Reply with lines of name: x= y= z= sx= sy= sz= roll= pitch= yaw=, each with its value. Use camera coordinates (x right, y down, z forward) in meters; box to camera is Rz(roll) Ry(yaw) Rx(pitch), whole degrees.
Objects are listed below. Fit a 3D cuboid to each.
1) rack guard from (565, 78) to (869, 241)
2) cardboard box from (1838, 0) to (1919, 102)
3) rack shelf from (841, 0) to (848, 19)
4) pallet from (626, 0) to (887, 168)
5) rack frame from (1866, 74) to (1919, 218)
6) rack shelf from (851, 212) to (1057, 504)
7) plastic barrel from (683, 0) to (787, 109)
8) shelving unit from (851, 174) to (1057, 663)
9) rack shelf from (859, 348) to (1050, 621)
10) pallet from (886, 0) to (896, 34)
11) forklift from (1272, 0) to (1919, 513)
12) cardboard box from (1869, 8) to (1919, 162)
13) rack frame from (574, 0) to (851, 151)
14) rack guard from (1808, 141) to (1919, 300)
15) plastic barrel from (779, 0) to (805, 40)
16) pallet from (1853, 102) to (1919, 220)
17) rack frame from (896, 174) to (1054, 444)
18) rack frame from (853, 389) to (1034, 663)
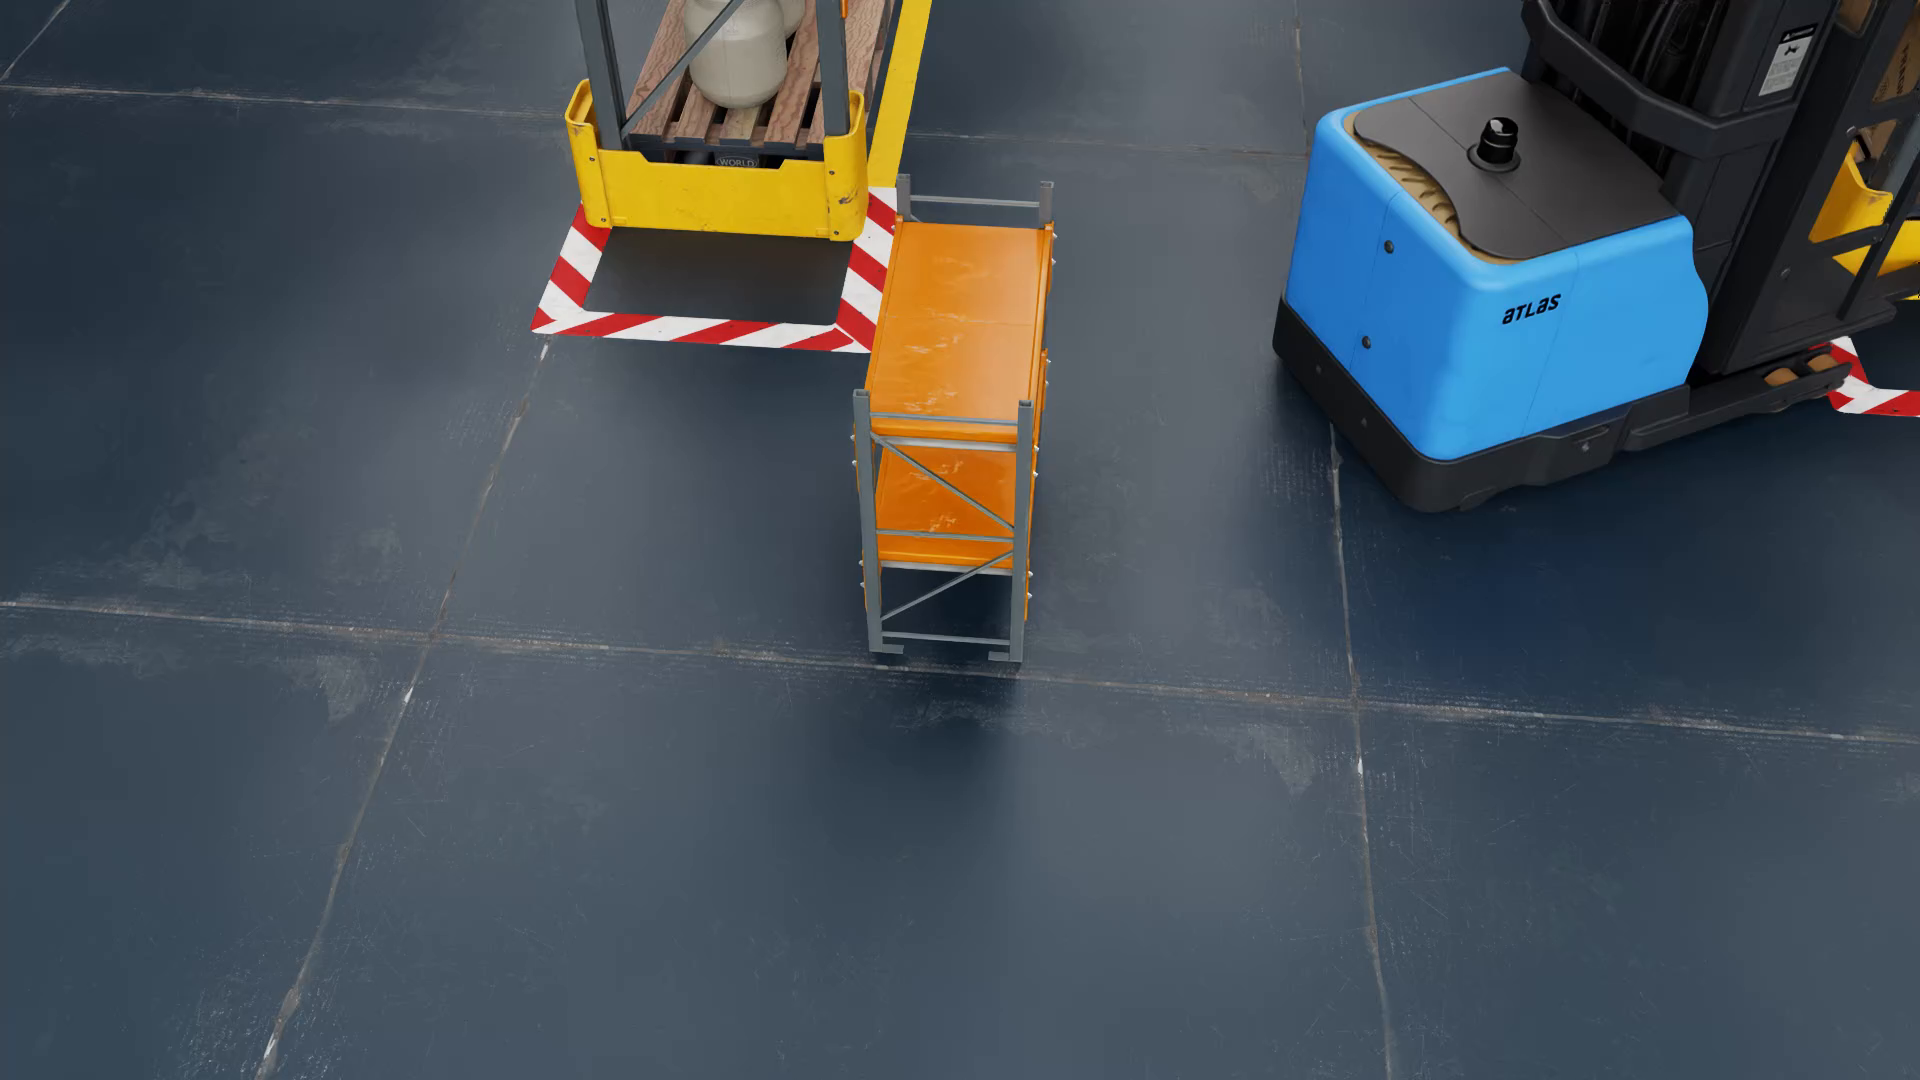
rack guard: x=-0.980 y=-1.567 z=6.845 sx=1.175 sy=0.500 sz=0.348 roll=4 pitch=48 yaw=4
cardboard box: x=4.086 y=-2.216 z=7.154 sx=0.500 sy=0.500 sz=0.500 roll=15 pitch=49 yaw=14
rack shelf: x=-0.758 y=-3.579 z=7.478 sx=1.077 sy=0.370 sz=4.000 roll=4 pitch=48 yaw=4
pallet: x=-0.901 y=-2.066 z=7.497 sx=1.003 sy=0.211 sz=1.213 roll=4 pitch=48 yaw=4
rack frame: x=3.992 y=-2.019 z=5.564 sx=1.000 sy=3.000 sz=0.127 roll=4 pitch=48 yaw=4
rack shelf: x=0.001 y=-0.582 z=5.123 sx=0.538 sy=0.278 sz=1.000 roll=4 pitch=48 yaw=4
plastic barrel: x=-0.956 y=-2.143 z=7.078 sx=0.421 sy=0.512 sz=0.421 roll=0 pitch=48 yaw=0
shelving unit: x=0.001 y=-0.385 z=5.339 sx=0.538 sy=1.125 sz=1.048 roll=4 pitch=48 yaw=4
rack shelf: x=0.001 y=-0.220 z=5.520 sx=0.538 sy=0.278 sz=1.000 roll=4 pitch=48 yaw=4
pallet: x=-0.787 y=-2.960 z=8.315 sx=1.003 sy=0.211 sz=1.213 roll=4 pitch=48 yaw=4
forklift: x=2.754 y=-1.805 z=5.415 sx=3.031 sy=2.935 sz=1.130 roll=-18 pitch=50 yaw=-15
cardboard box: x=4.066 y=-1.775 z=6.750 sx=0.500 sy=0.500 sz=0.500 roll=12 pitch=49 yaw=11
rack frame: x=-0.940 y=-2.352 z=5.868 sx=1.000 sy=3.000 sz=0.127 roll=4 pitch=48 yaw=4
rack guard: x=3.999 y=-1.231 z=6.537 sx=1.175 sy=0.500 sz=0.348 roll=4 pitch=48 yaw=4
plastic barrel: x=-0.911 y=-2.511 z=7.415 sx=0.421 sy=0.512 sz=0.421 roll=0 pitch=48 yaw=0
pallet: x=4.108 y=-1.728 z=7.187 sx=1.003 sy=0.211 sz=1.213 roll=4 pitch=48 yaw=4
rack frame: x=0.047 y=-0.758 z=5.681 sx=0.500 sy=1.125 sz=0.032 roll=4 pitch=48 yaw=4
rack frame: x=-0.046 y=-0.011 z=4.998 sx=0.500 sy=1.125 sz=0.032 roll=4 pitch=48 yaw=4
